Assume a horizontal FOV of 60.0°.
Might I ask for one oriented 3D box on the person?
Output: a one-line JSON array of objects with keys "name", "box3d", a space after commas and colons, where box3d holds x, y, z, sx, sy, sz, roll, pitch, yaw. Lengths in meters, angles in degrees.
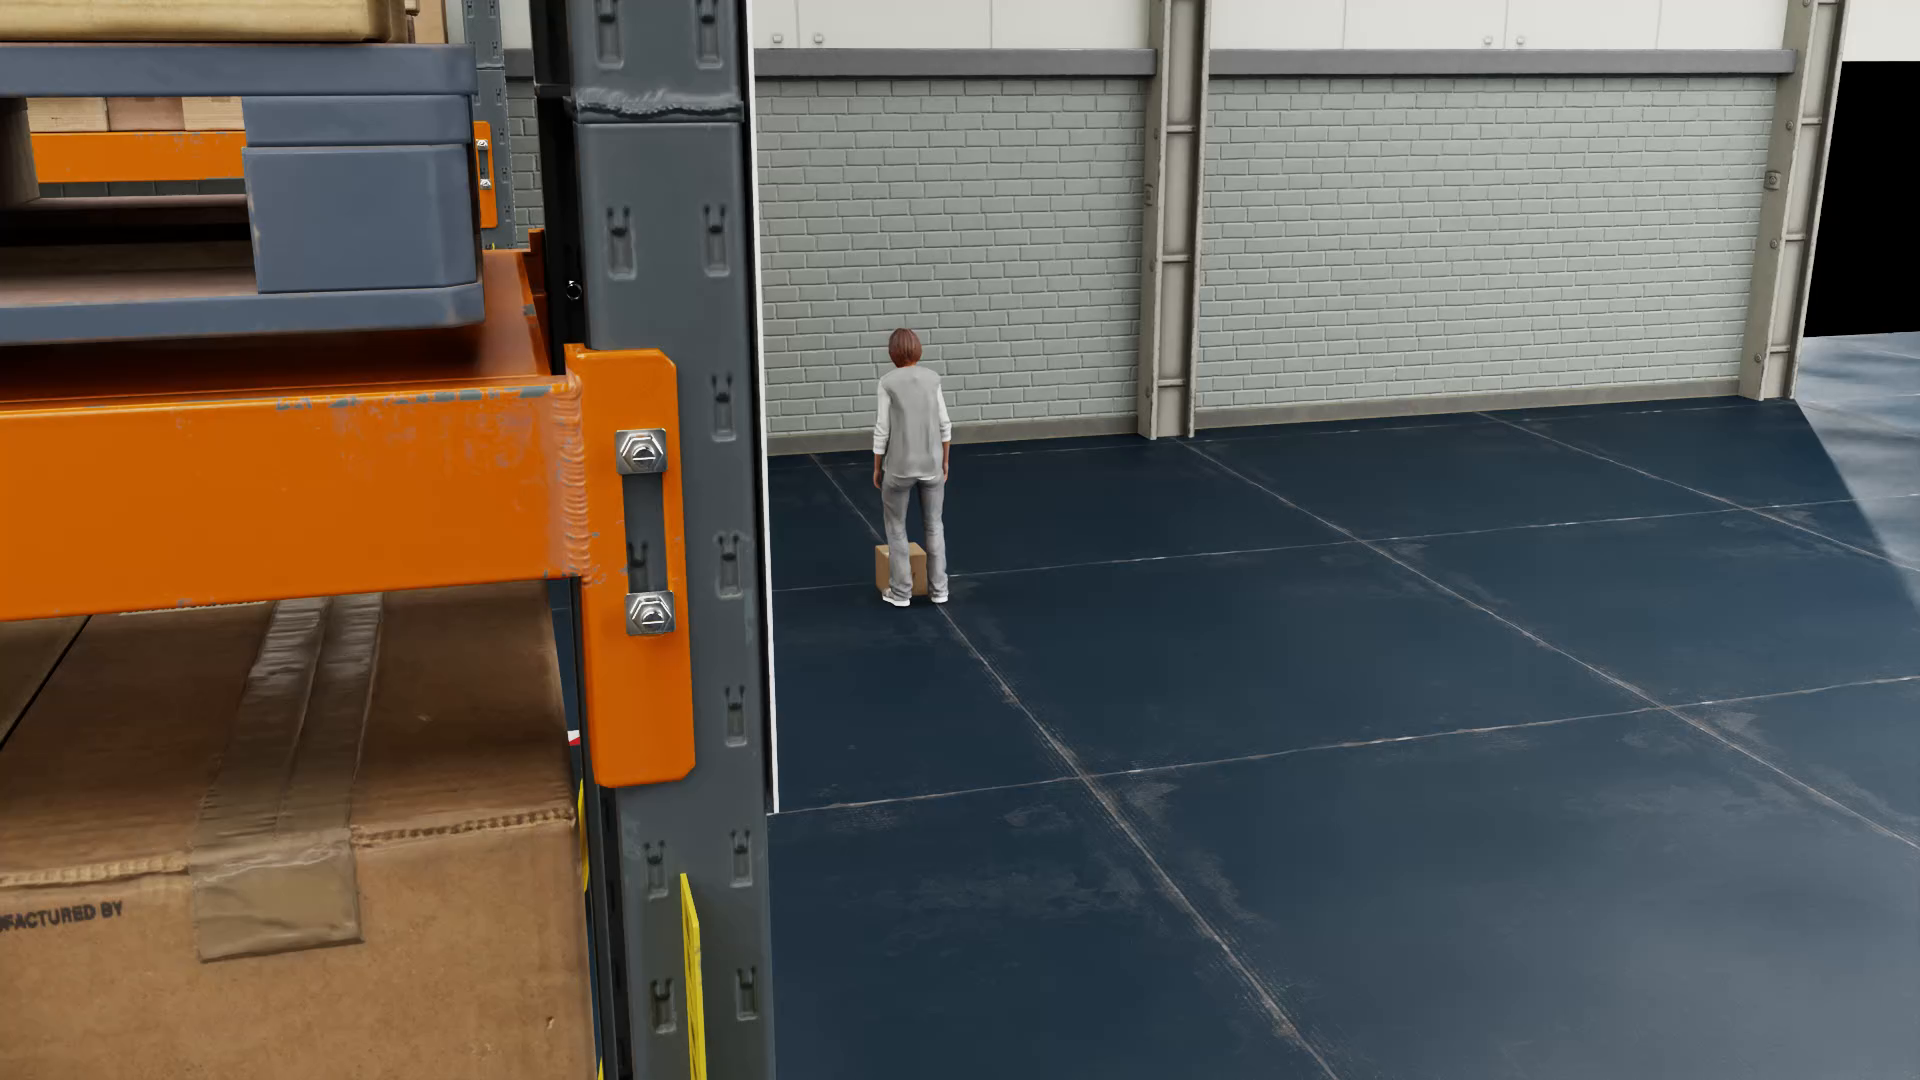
[{"name": "person", "box3d": [-0.270, -0.396, 9.433, 0.474, 1.580, 0.346, -5, 17, -18]}]
